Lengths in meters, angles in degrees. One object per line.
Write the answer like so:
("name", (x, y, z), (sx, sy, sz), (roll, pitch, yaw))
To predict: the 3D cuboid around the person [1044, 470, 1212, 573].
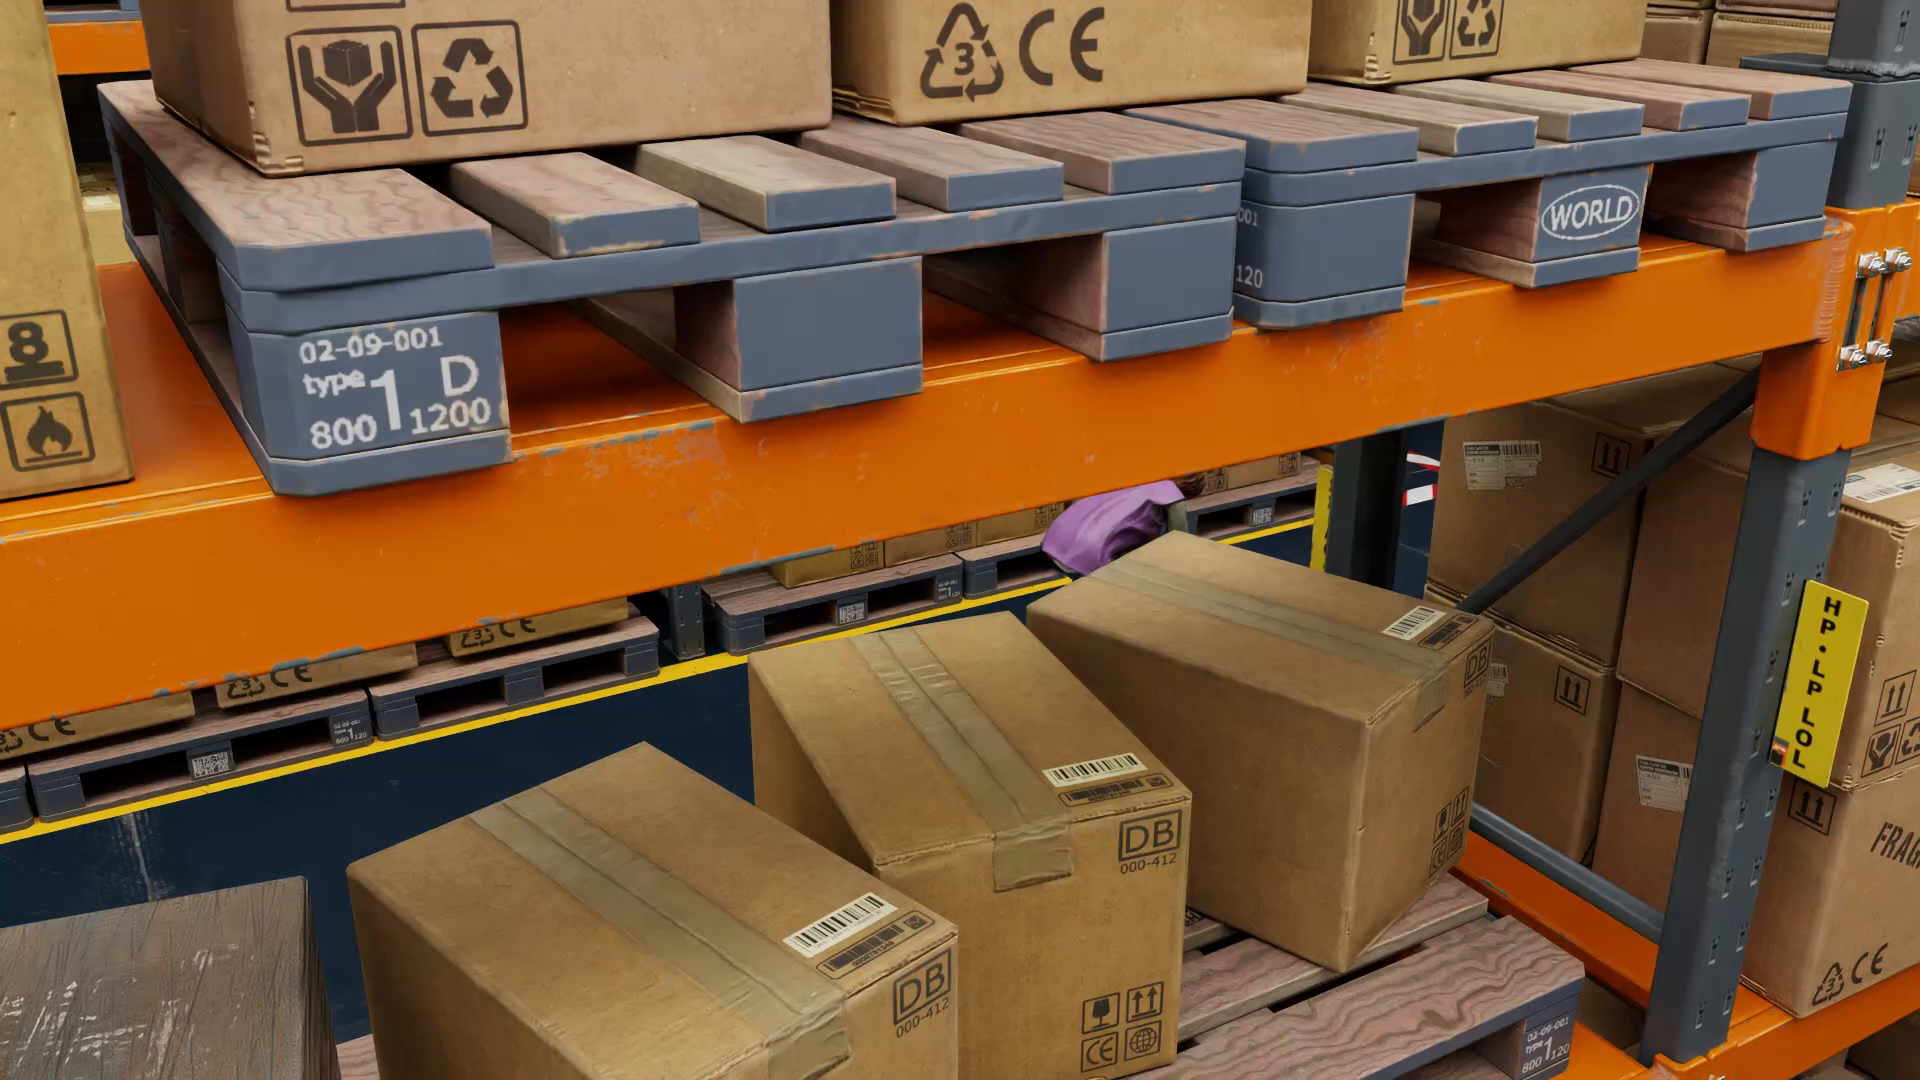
("person", (0.750, 0.093, 7.244), (0.861, 0.943, 0.427), (-14, 26, -31))
